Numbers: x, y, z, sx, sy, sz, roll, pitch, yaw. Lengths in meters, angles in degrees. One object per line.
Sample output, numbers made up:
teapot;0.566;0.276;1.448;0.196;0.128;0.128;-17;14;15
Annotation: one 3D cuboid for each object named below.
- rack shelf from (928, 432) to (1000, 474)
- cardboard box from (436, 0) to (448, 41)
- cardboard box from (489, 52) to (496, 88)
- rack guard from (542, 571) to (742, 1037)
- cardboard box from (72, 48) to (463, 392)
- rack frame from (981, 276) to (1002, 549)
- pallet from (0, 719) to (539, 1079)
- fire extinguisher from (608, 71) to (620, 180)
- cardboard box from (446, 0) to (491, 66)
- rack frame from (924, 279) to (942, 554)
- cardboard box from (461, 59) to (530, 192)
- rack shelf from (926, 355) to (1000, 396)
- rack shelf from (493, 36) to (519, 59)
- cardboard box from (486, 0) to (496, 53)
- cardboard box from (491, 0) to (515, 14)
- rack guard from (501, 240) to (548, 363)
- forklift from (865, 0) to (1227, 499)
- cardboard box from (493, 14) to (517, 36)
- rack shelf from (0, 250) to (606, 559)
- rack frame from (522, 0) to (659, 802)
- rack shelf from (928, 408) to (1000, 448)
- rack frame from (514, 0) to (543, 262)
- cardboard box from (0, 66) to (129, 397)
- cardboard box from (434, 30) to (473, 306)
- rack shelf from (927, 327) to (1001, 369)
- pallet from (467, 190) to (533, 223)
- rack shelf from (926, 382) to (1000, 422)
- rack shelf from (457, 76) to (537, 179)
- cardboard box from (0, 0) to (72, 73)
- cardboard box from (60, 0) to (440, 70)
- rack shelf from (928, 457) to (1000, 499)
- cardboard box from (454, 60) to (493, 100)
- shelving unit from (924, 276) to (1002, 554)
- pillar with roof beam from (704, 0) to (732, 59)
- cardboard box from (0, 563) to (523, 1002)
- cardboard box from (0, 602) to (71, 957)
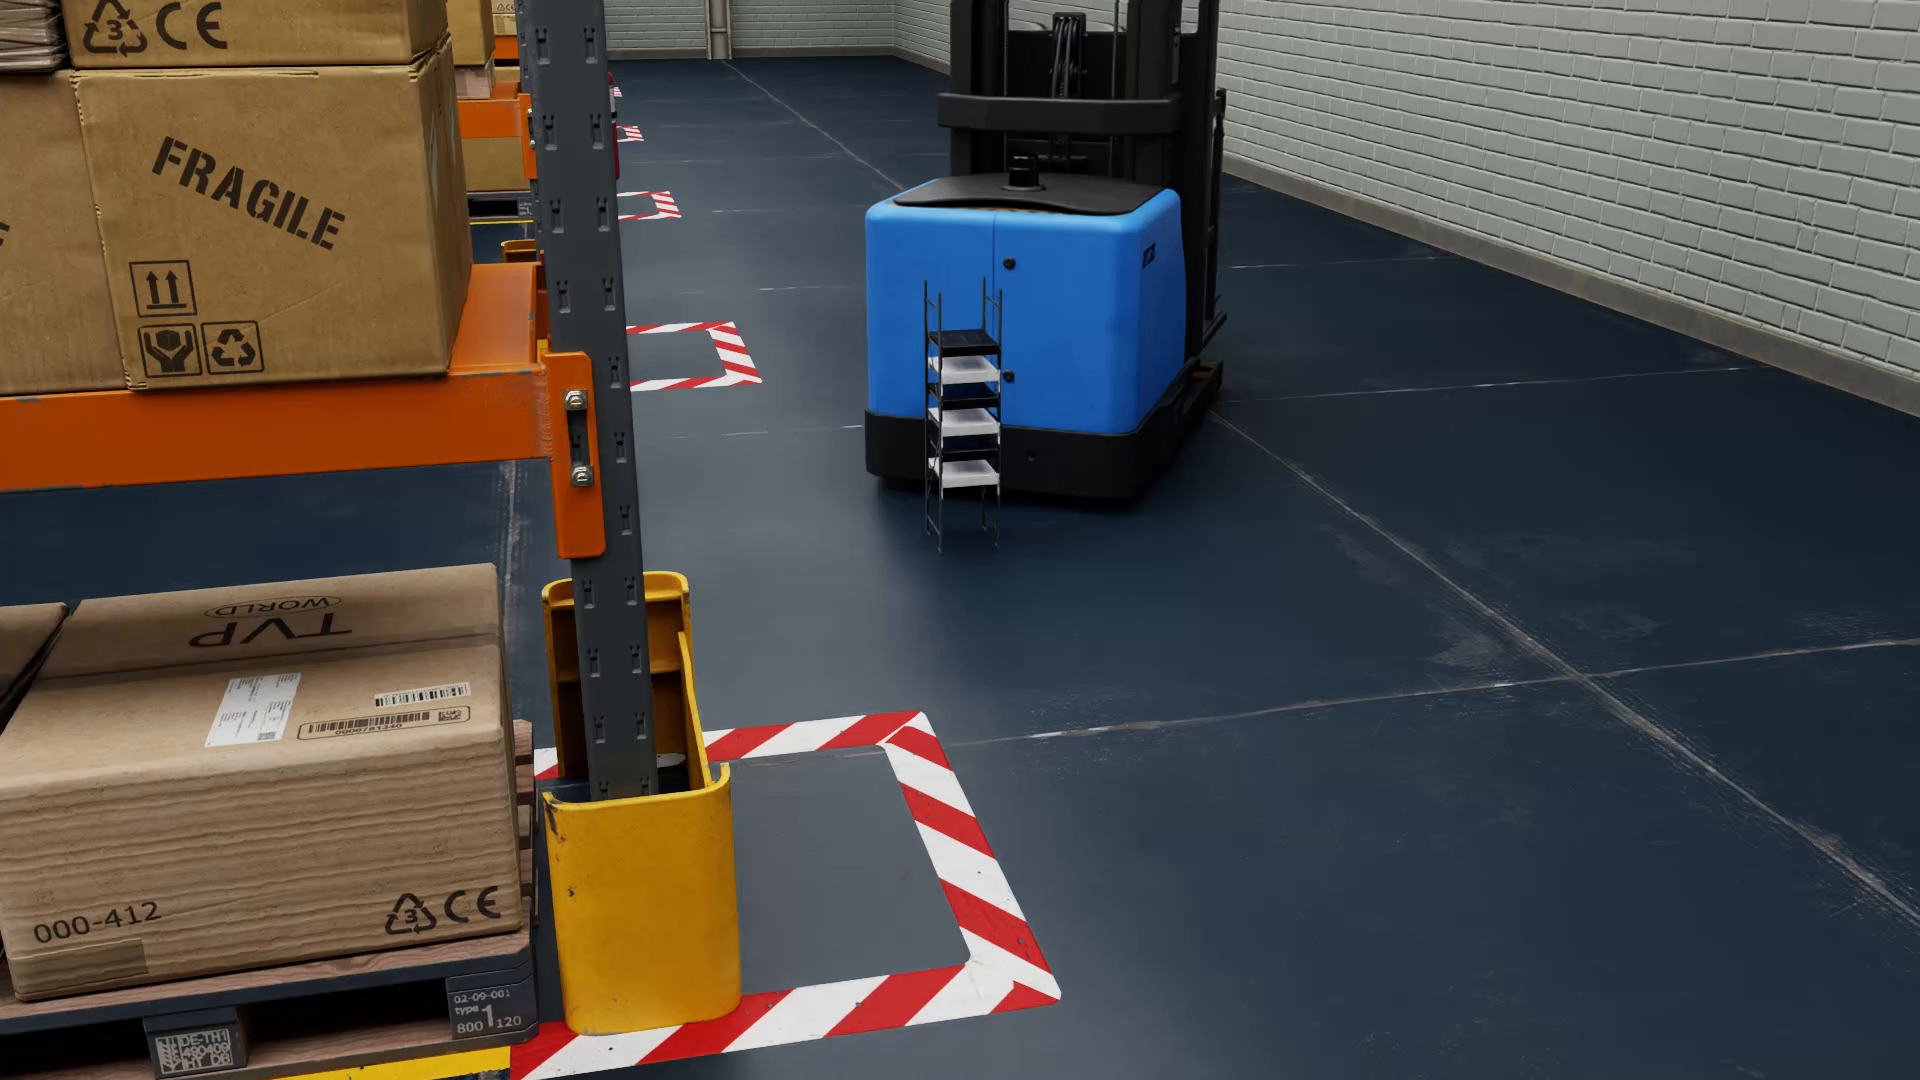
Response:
rack shelf;0.008;-0.307;5.704;0.200;0.077;0.258;-5;21;-12
cardboard box;-1.280;-1.228;3.208;0.500;0.500;0.500;-5;21;-14
cardboard box;-2.375;-2.270;8.015;0.250;0.149;0.380;-5;21;-13
rack guard;-0.724;0.517;3.676;0.348;0.500;1.175;-5;21;-12
cardboard box;-1.156;-0.575;2.878;0.500;0.500;0.500;-5;21;-12
rack frame;0.107;-0.431;5.684;0.006;0.900;0.240;-5;21;-12
pallet;-1.507;0.744;3.476;1.213;0.211;1.003;-5;21;-12
fire extinguisher;-1.633;-1.958;7.452;0.183;0.674;0.296;-5;21;-12
cardboard box;-2.363;-2.369;7.342;0.500;0.500;0.500;-4;21;-11
rack frame;-0.091;-0.415;5.640;0.006;0.900;0.240;-5;21;-12
cardboard box;-3.632;-3.094;12.378;0.875;0.875;0.875;-5;21;-12
rack shelf;0.008;-0.561;5.611;0.200;0.077;0.258;-5;21;-12
rack shelf;-4.974;-3.476;11.988;4.000;0.370;1.077;-5;21;-12
cardboard box;-2.485;-2.547;7.829;0.500;0.500;0.500;-4;20;-10
cardboard box;-3.438;-3.914;11.924;0.500;0.250;0.500;-5;21;-13
rack guard;-2.059;-1.124;8.156;0.348;0.500;1.175;-5;21;-12
forklift;0.572;-1.998;7.009;1.130;2.935;3.031;6;21;16
cardboard box;-3.298;-3.716;11.962;0.250;0.149;0.380;-4;21;-11
rack shelf;-2.694;-0.159;2.932;4.000;0.370;1.077;-5;21;-12
rack frame;-0.747;-0.655;3.241;0.127;3.000;1.000;-5;21;-12
rack shelf;0.008;-0.392;5.673;0.200;0.077;0.258;-5;21;-12
rack frame;-1.985;-2.304;7.742;0.127;3.000;1.000;-5;21;-12
cardboard box;-1.648;-0.540;2.783;0.500;0.500;0.500;-5;21;-14
cardboard box;-1.280;-0.760;3.382;0.500;0.500;0.500;-5;21;-13
rack shelf;0.008;-0.645;5.580;0.200;0.077;0.258;-5;21;-12
pallet;-3.788;-2.573;12.532;1.213;0.211;1.003;-5;21;-12
rack shelf;0.008;-0.476;5.642;0.200;0.077;0.258;-5;21;-12
rack shelf;-3.931;-1.808;7.434;4.000;0.370;1.077;-5;21;-12
cardboard box;-1.664;-1.002;2.590;0.500;0.500;0.500;-5;21;-12
cardboard box;-1.162;-1.053;2.730;0.500;0.500;0.500;-4;20;-11
rack shelf;0.008;-0.223;5.735;0.200;0.077;0.258;-5;21;-12
cardboard box;-2.237;-2.065;7.457;0.250;0.149;0.380;-5;21;-12
shelving unit;0.008;-0.423;5.662;0.210;0.900;0.258;-5;21;-12
pillar with roof beam;-3.028;-10.825;22.283;0.400;9.000;9.100;-5;21;-12
cardboard box;-1.367;0.437;3.375;0.875;0.438;0.875;-5;21;-14
cardboard box;-2.255;0.512;3.170;0.875;0.438;0.875;-4;21;-11
